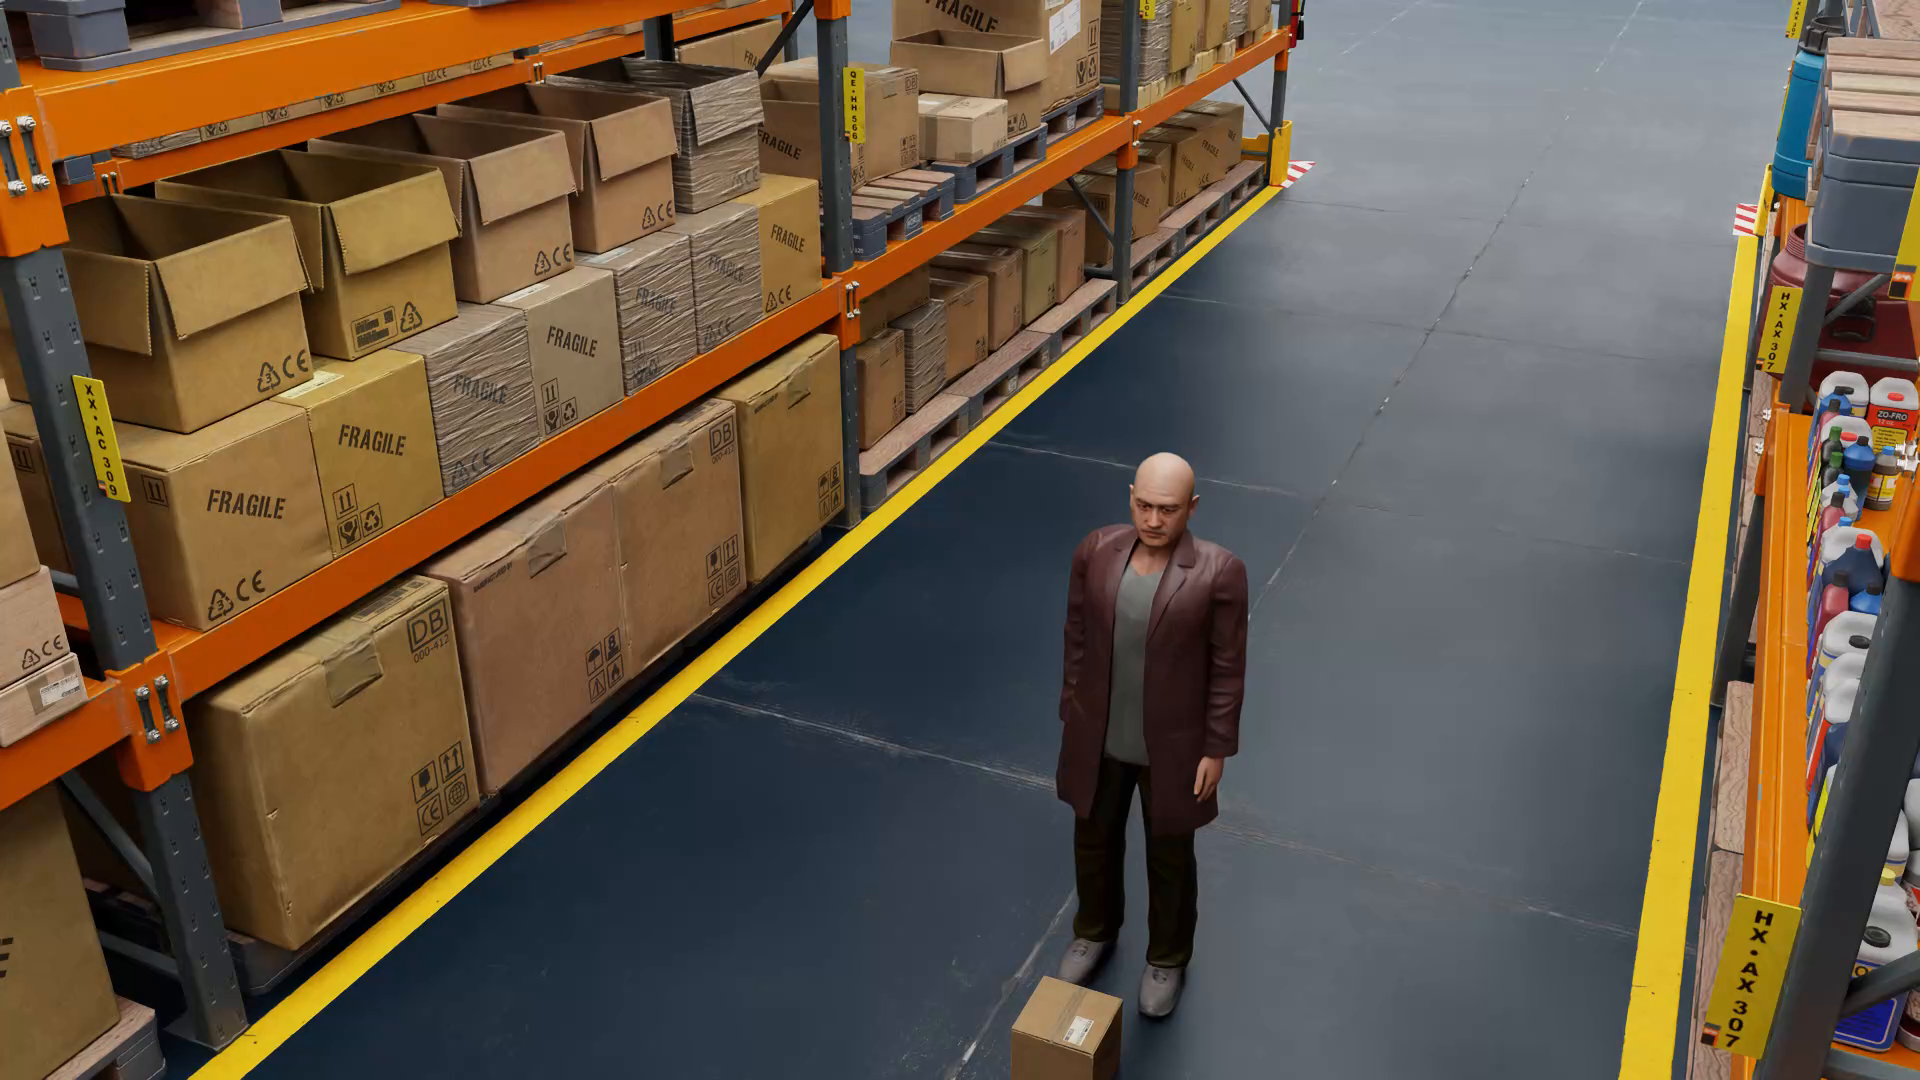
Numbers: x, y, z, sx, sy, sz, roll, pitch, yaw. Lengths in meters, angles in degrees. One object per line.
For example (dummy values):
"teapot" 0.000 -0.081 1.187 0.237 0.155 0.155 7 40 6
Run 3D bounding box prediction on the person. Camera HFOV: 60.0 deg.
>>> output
"person" 0.547 0.586 4.919 0.561 1.779 0.376 12 28 23
